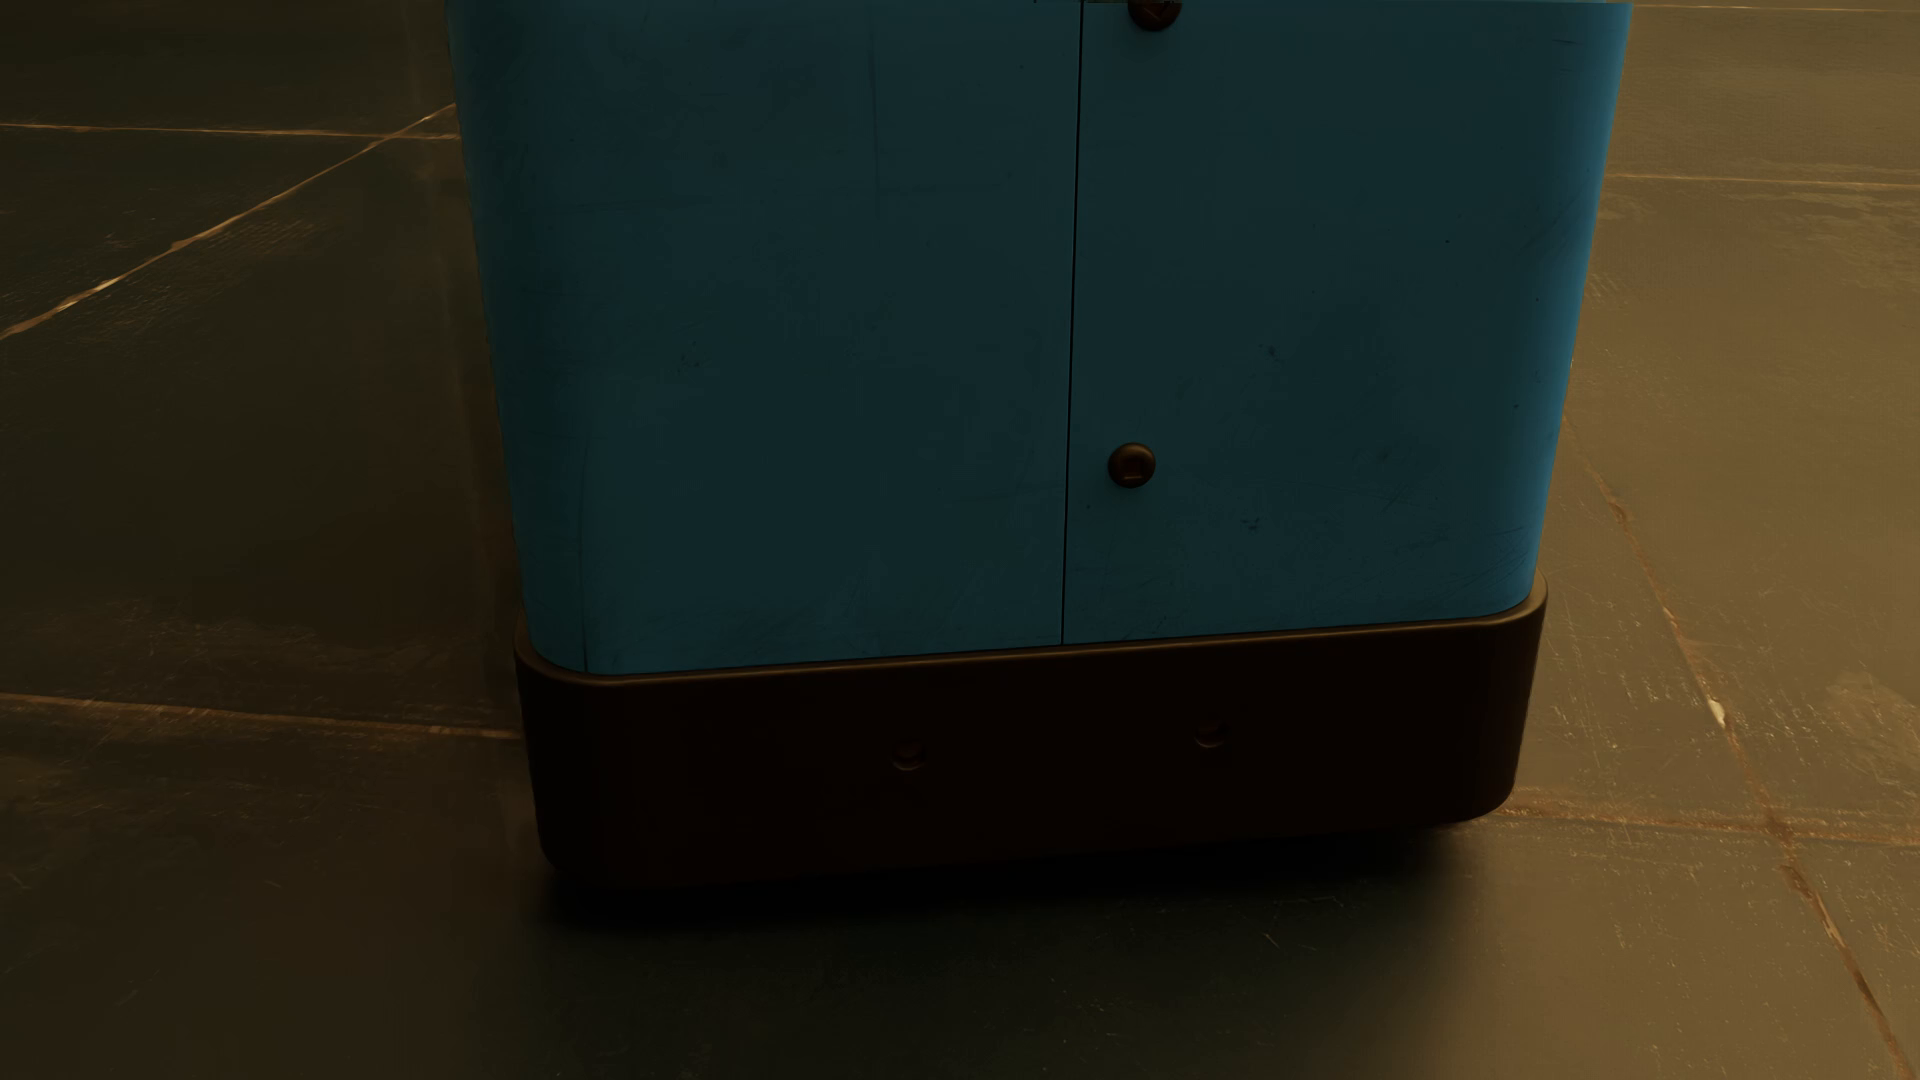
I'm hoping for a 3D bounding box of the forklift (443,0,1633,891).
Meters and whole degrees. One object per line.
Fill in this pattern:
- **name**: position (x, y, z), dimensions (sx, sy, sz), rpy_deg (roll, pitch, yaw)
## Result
- **forklift**: position (-0.101, -1.595, 2.414), dimensions (1.130, 2.935, 3.031), rpy_deg (-3, 27, -7)
